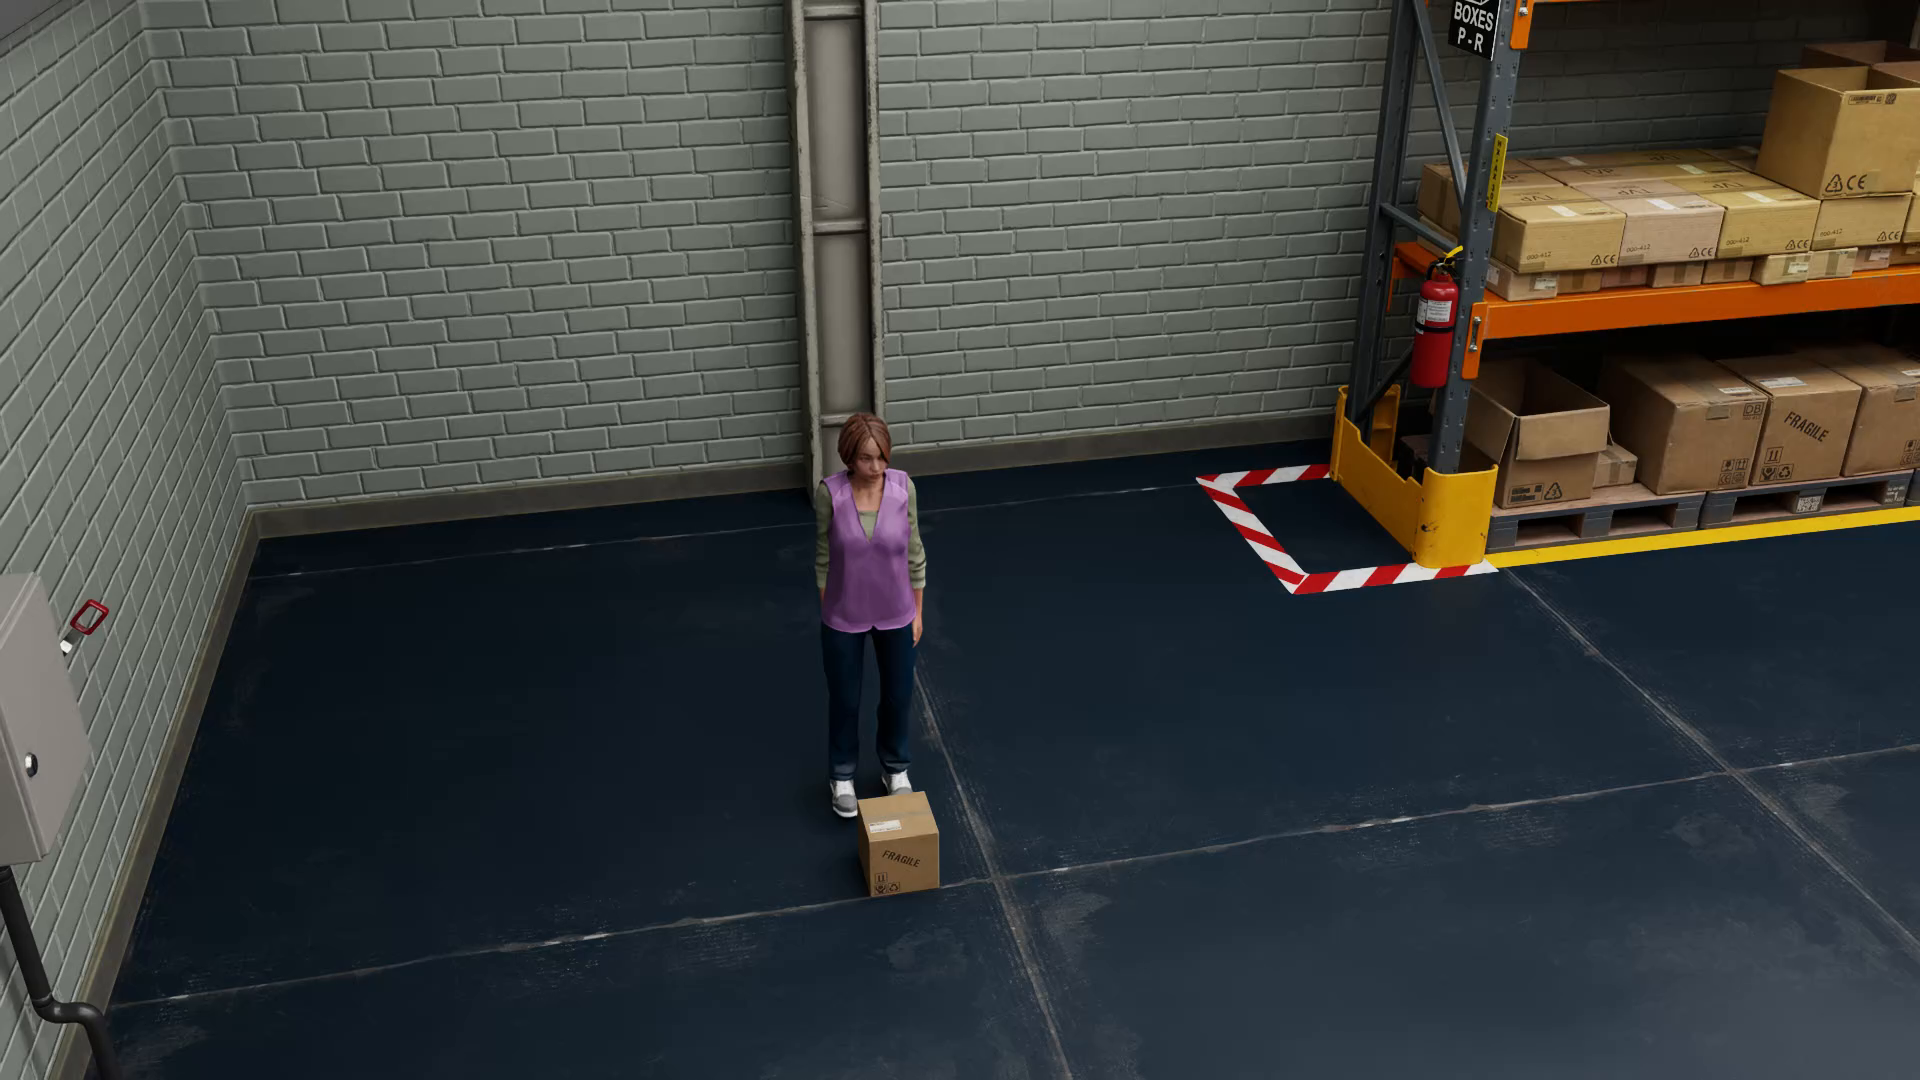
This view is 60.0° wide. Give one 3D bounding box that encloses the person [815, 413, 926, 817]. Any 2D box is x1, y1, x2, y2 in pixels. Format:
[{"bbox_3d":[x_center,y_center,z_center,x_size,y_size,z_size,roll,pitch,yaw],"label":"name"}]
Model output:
[{"bbox_3d":[-0.319,0.283,6.081,0.406,1.595,0.304,-5,28,-10],"label":"person"}]
